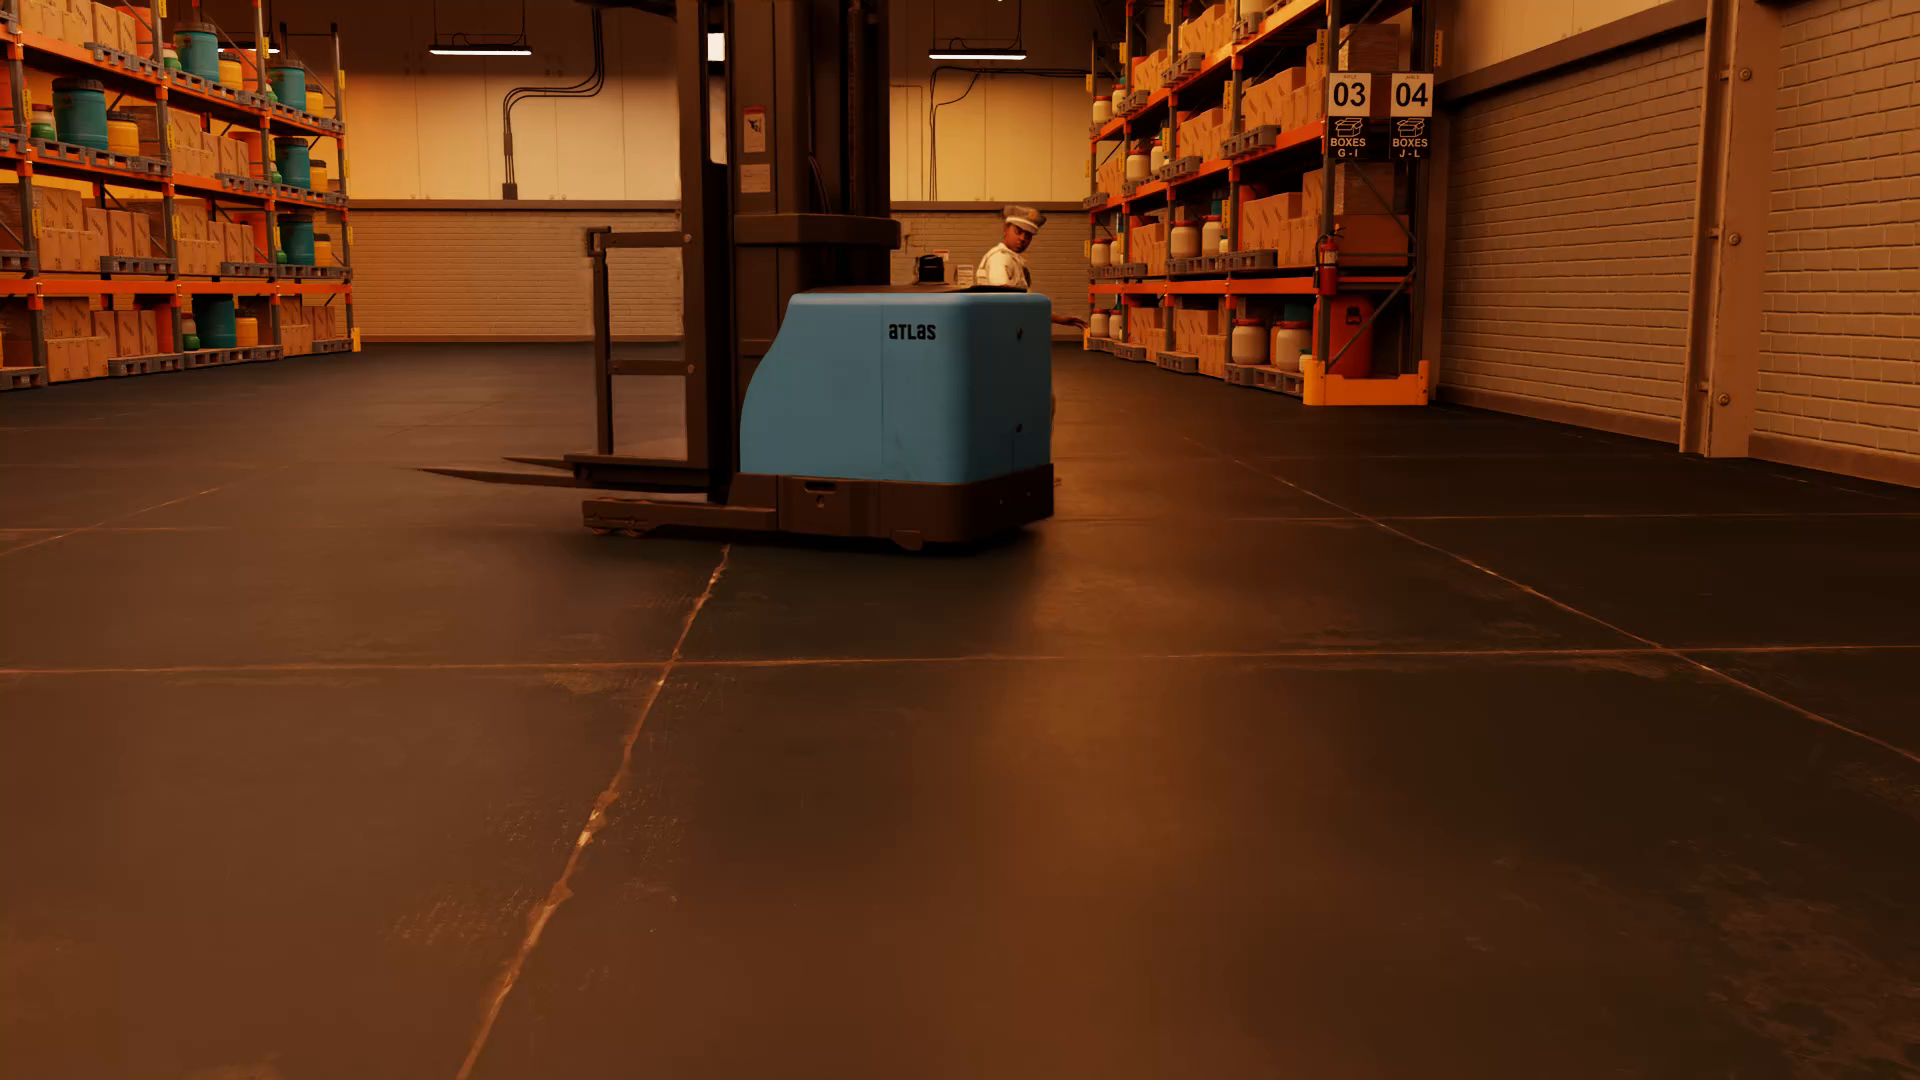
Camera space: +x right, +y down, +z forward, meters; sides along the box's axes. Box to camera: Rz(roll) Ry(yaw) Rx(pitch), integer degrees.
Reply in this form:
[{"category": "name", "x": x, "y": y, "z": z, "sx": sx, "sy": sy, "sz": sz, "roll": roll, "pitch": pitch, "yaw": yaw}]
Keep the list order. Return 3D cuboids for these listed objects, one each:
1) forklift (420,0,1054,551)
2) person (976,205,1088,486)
[{"category": "forklift", "x": -1.133, "y": -1.526, "z": 7.608, "sx": 3.031, "sy": 2.935, "sz": 1.130, "roll": 4, "pitch": 9, "yaw": 25}, {"category": "person", "x": 0.382, "y": -1.062, "z": 9.208, "sx": 0.793, "sy": 1.552, "sz": 0.792, "roll": -2, "pitch": 9, "yaw": -13}]
